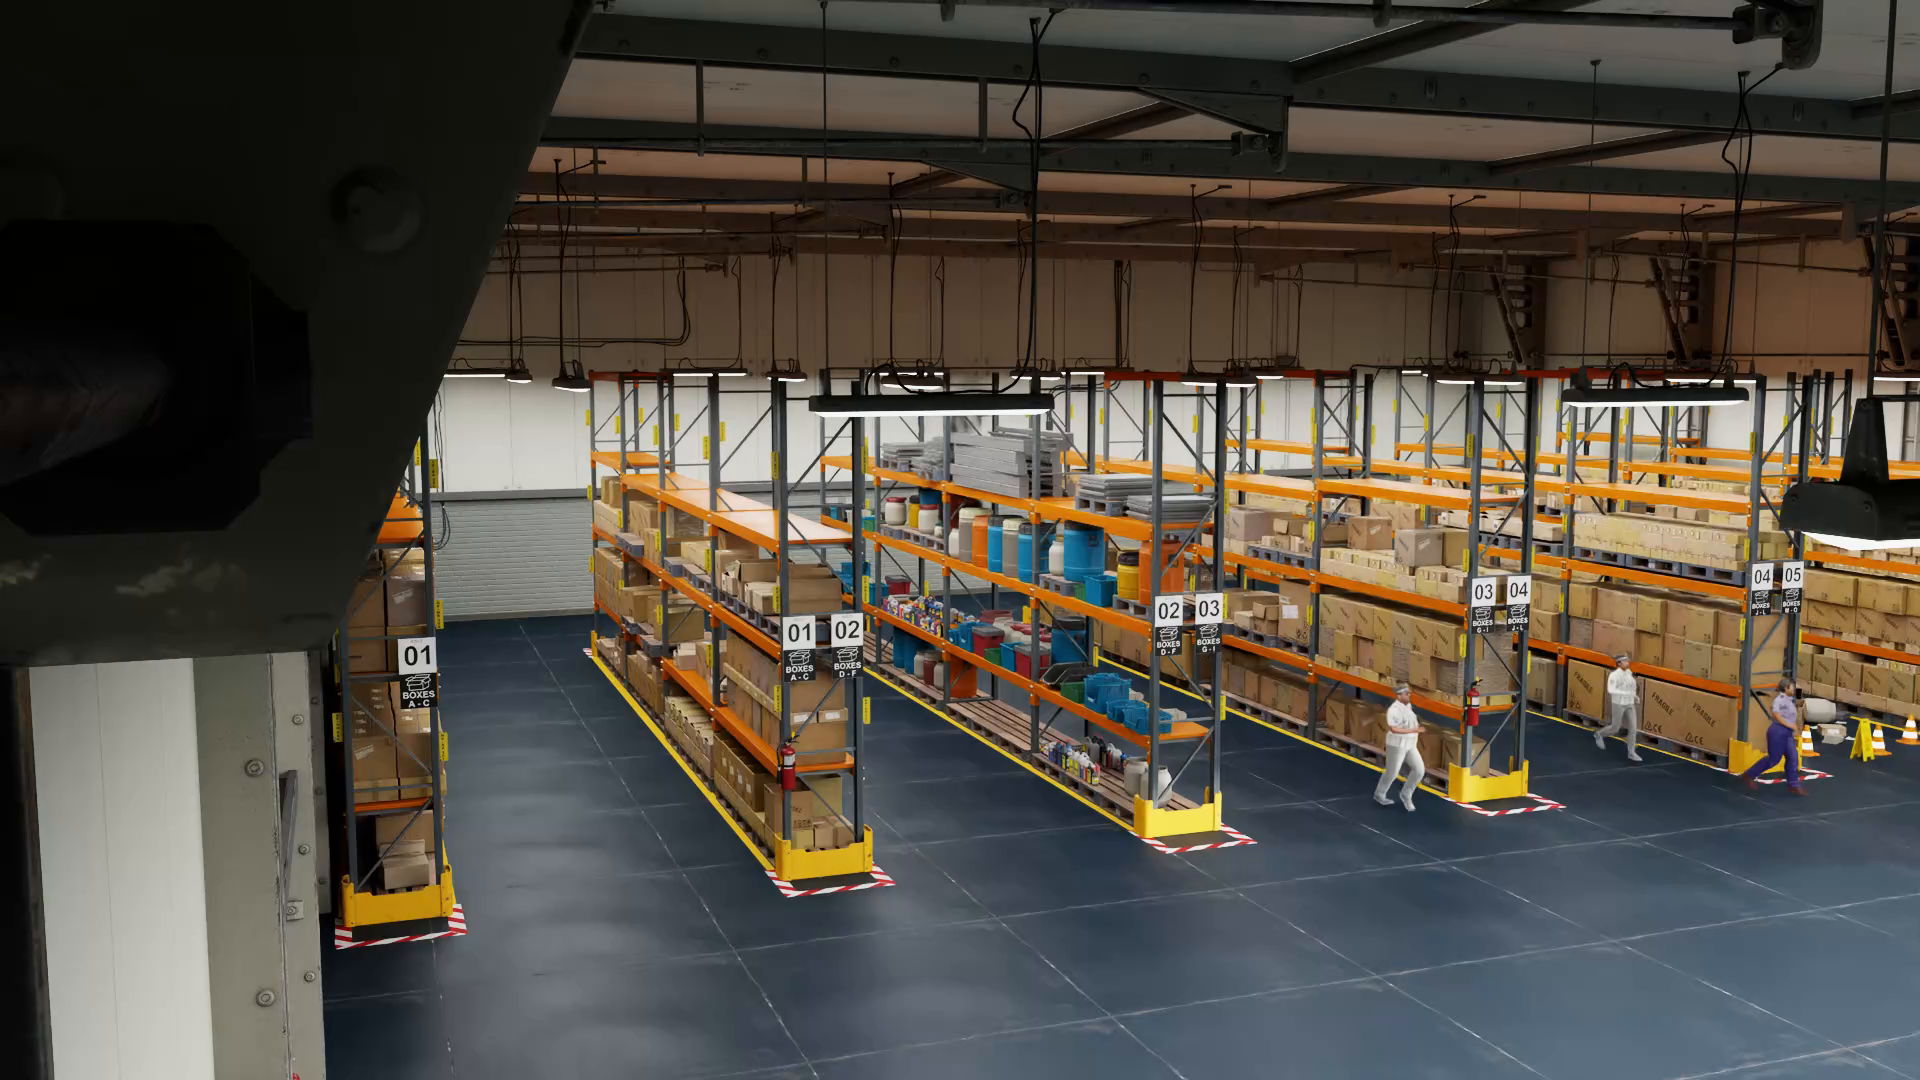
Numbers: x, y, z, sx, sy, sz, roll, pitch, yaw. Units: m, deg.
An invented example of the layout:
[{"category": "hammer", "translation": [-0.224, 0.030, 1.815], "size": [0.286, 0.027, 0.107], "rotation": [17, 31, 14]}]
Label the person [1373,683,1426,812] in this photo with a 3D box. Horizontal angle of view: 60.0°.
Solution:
[{"category": "person", "translation": [6.145, 2.880, 23.151], "size": [0.629, 1.826, 0.735], "rotation": [-5, 8, -40]}]

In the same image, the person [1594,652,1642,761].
[{"category": "person", "translation": [10.391, 2.581, 26.114], "size": [0.622, 1.664, 0.879], "rotation": [-3, 7, -24]}]

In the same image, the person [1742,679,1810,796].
[{"category": "person", "translation": [11.881, 2.828, 24.090], "size": [0.883, 1.640, 0.678], "rotation": [4, 8, 34]}]
